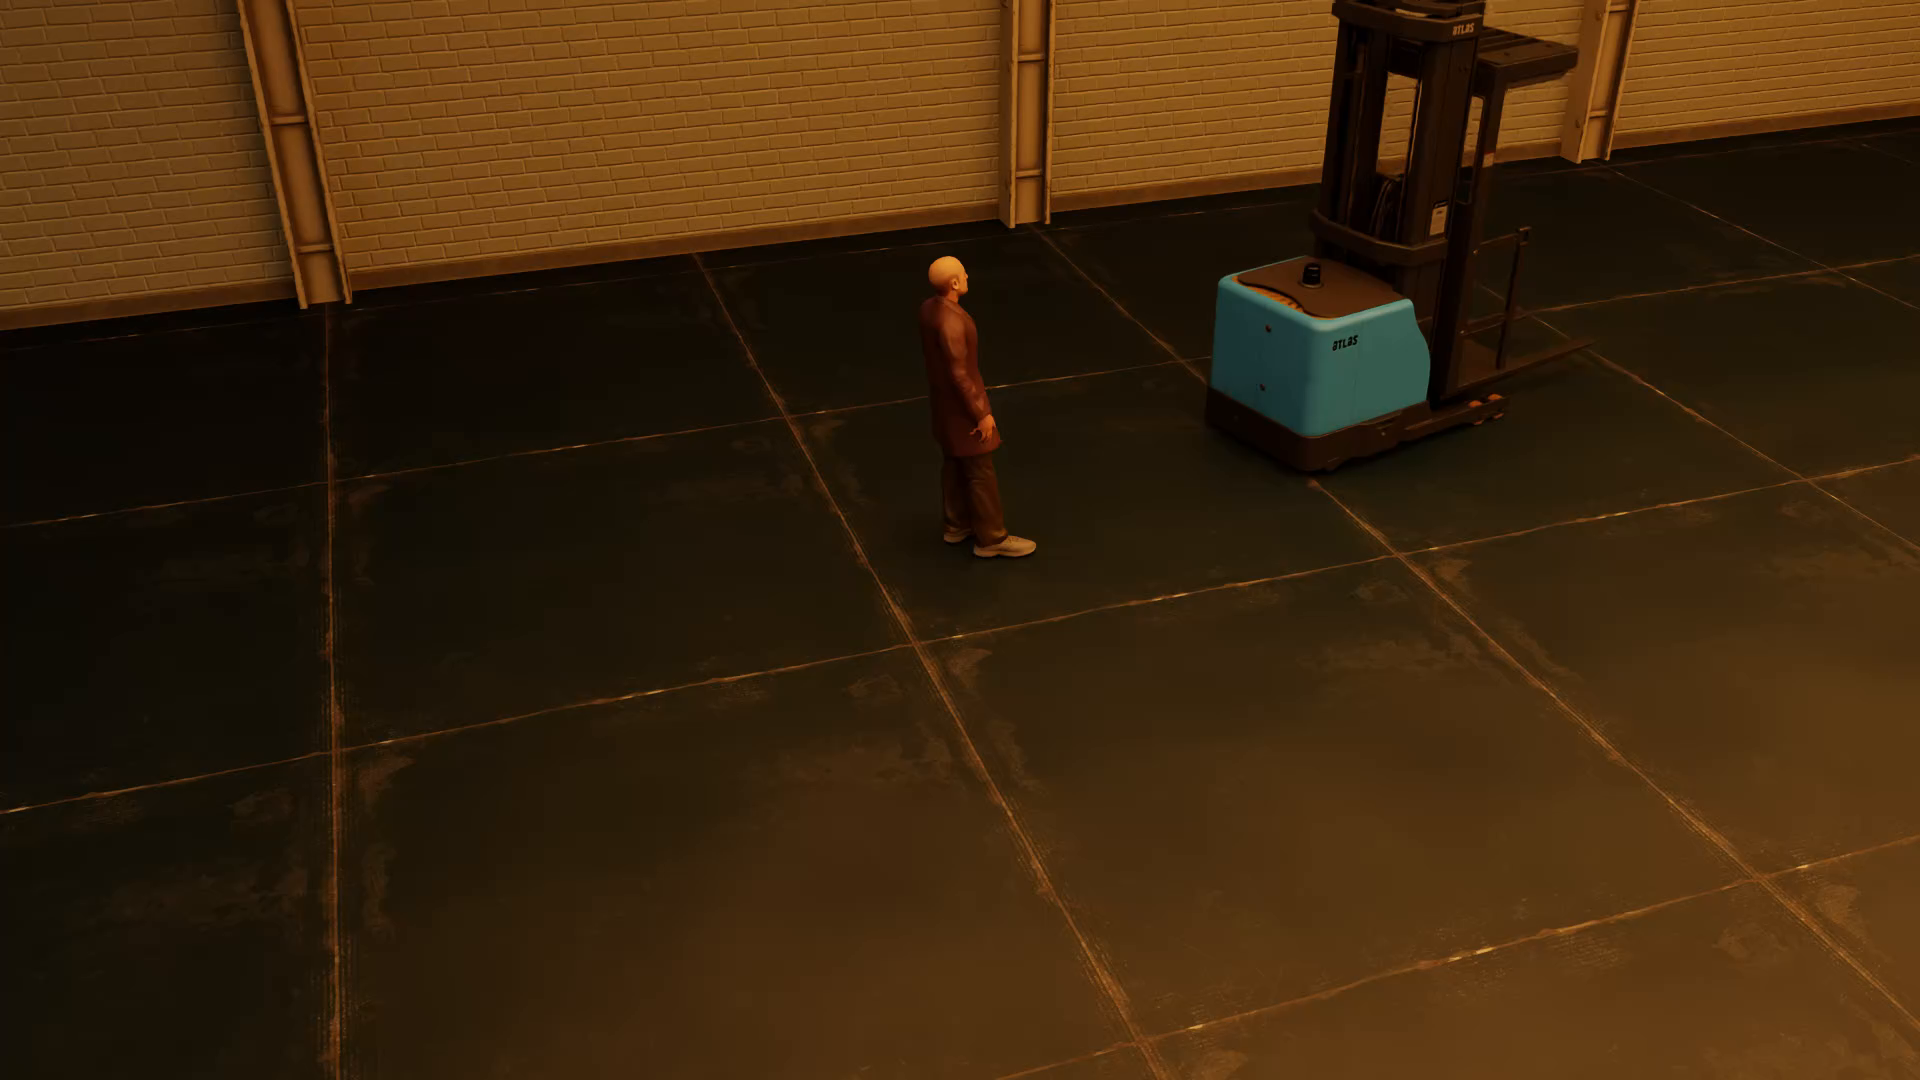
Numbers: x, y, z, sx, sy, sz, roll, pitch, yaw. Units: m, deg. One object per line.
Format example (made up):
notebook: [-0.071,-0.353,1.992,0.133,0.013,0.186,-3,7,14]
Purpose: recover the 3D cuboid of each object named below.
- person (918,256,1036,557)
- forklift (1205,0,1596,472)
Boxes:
person: [0.088,-0.789,9.600,0.582,1.776,0.696,-10,31,-16]
forklift: [3.186,-2.259,11.014,3.031,2.935,1.130,-18,34,-28]
